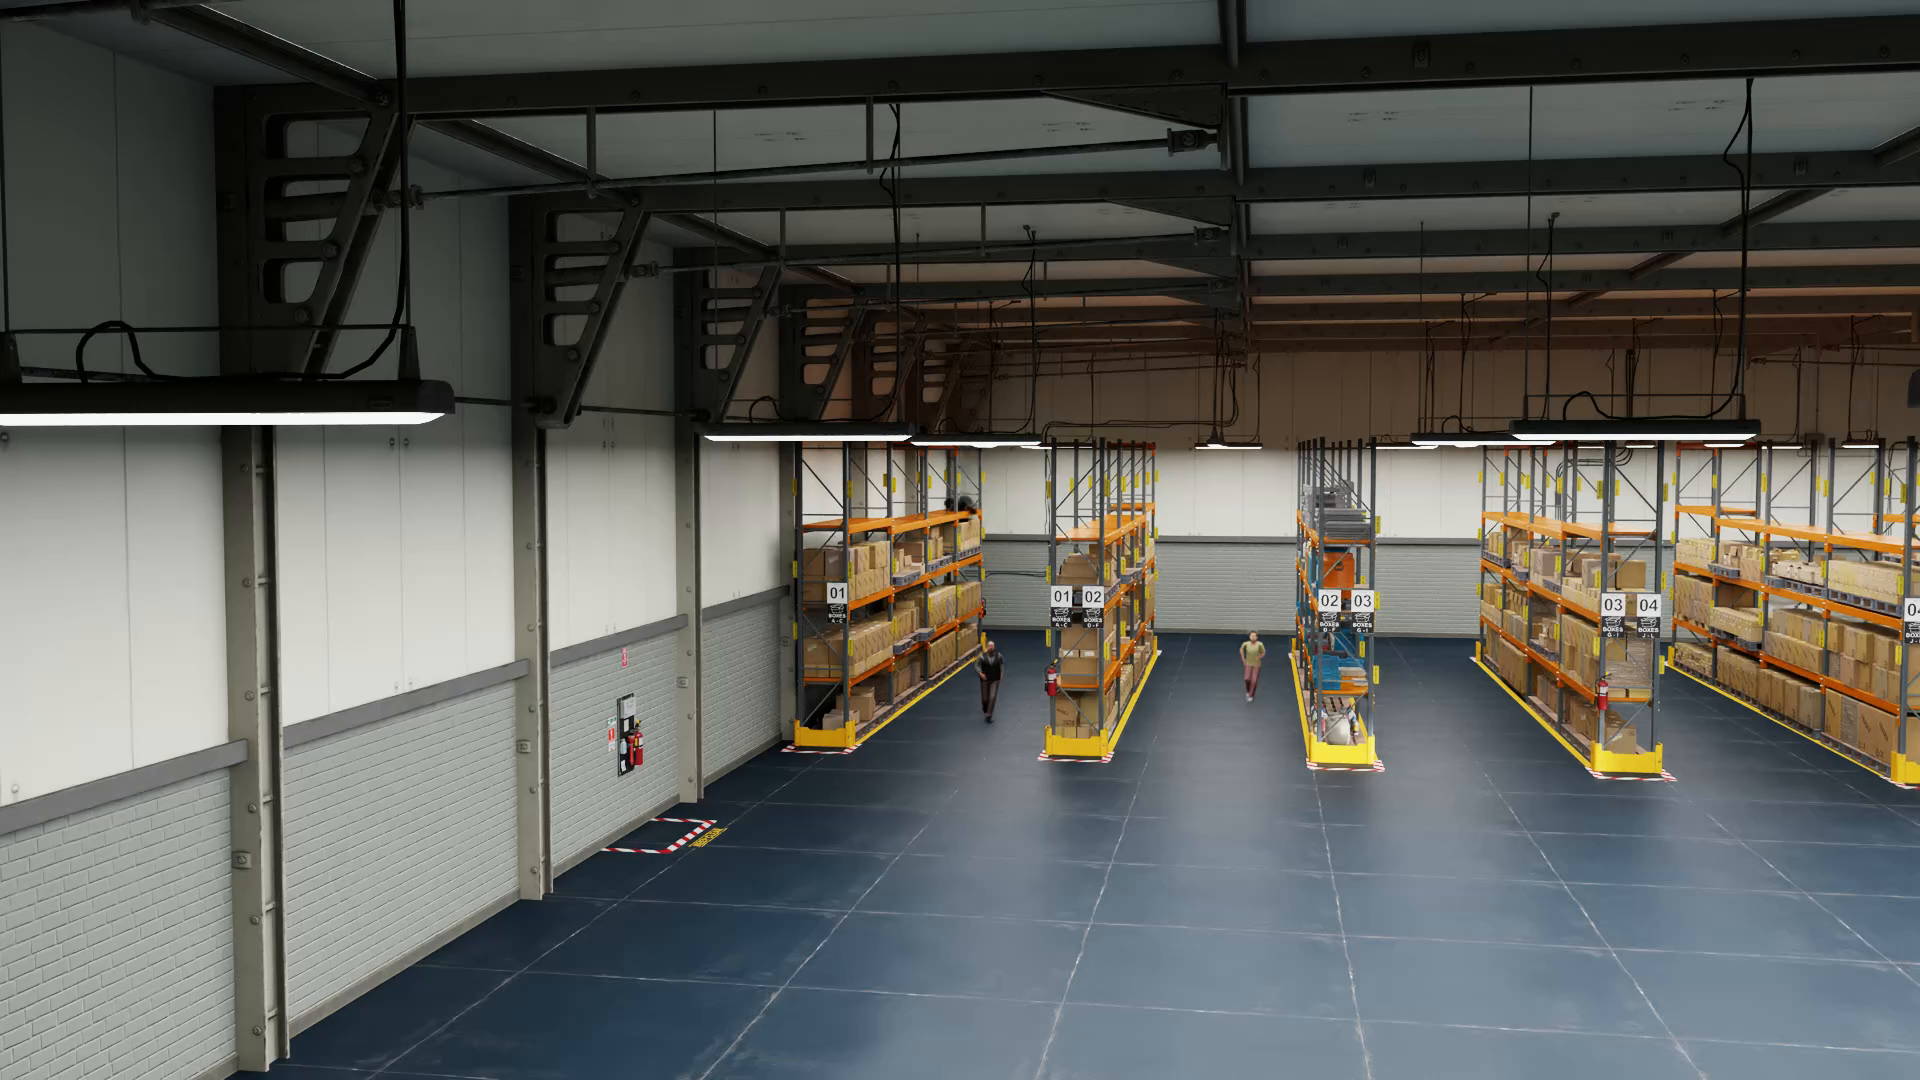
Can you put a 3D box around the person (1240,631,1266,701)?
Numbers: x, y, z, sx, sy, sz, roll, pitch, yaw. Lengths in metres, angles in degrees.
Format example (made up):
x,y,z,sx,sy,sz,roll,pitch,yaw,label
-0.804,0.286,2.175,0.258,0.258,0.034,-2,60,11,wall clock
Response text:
x,y,z,sx,sy,sz,roll,pitch,yaw,label
6.695,2.884,38.016,0.578,1.627,0.611,1,3,11,person

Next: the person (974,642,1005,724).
x,y,z,sx,sy,sz,roll,pitch,yaw,label
0.642,2.973,35.446,0.684,1.639,0.816,0,3,-5,person
